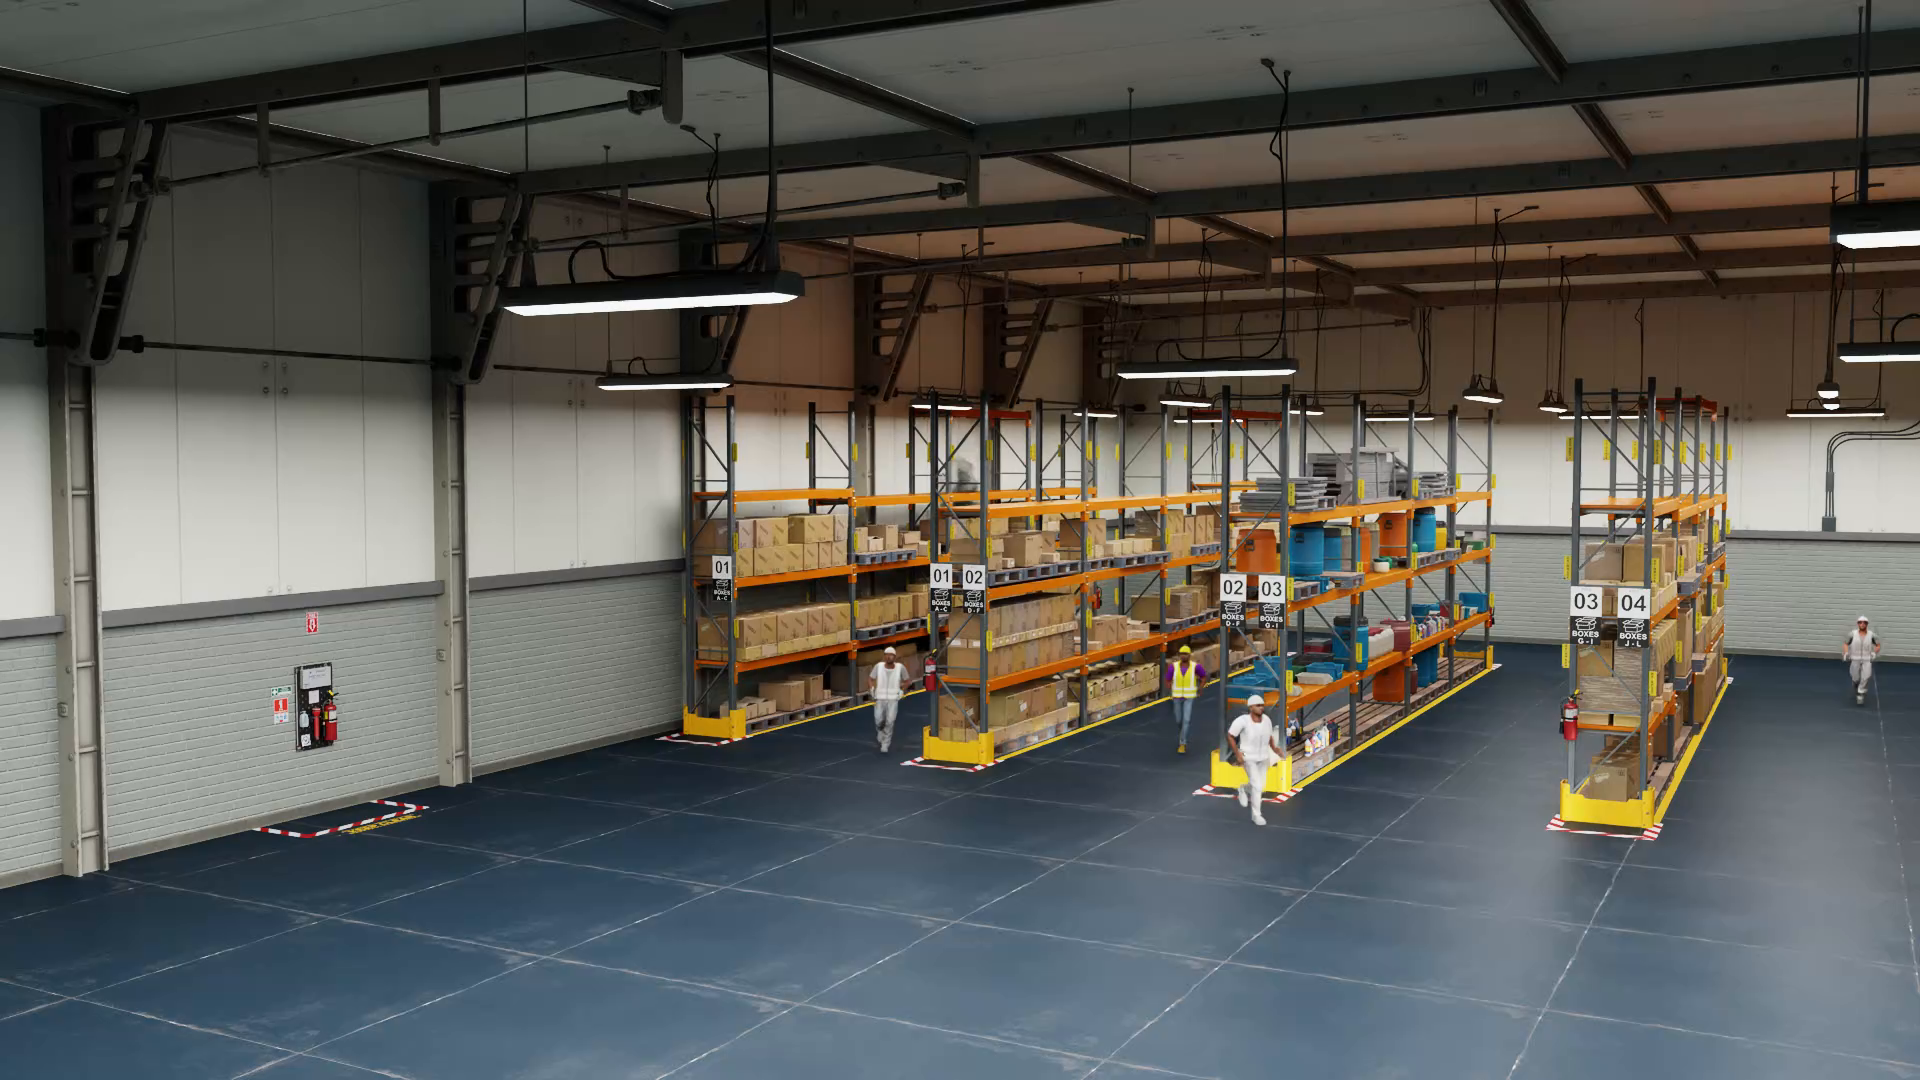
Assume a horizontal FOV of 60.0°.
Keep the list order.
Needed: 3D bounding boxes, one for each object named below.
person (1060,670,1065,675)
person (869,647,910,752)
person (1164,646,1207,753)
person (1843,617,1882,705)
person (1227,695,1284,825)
[{"bbox_3d":[2.244,2.208,36.649,0.652,1.743,0.813,1,3,13],"label":"person"},{"bbox_3d":[-1.191,2.666,28.013,0.705,1.742,0.659,0,3,4],"label":"person"},{"bbox_3d":[3.772,2.648,27.917,0.699,1.752,0.923,1,3,16],"label":"person"},{"bbox_3d":[17.963,2.393,33.113,0.666,1.741,0.629,2,3,29],"label":"person"},{"bbox_3d":[3.942,2.955,22.628,0.677,1.727,0.771,-1,3,-25],"label":"person"}]
